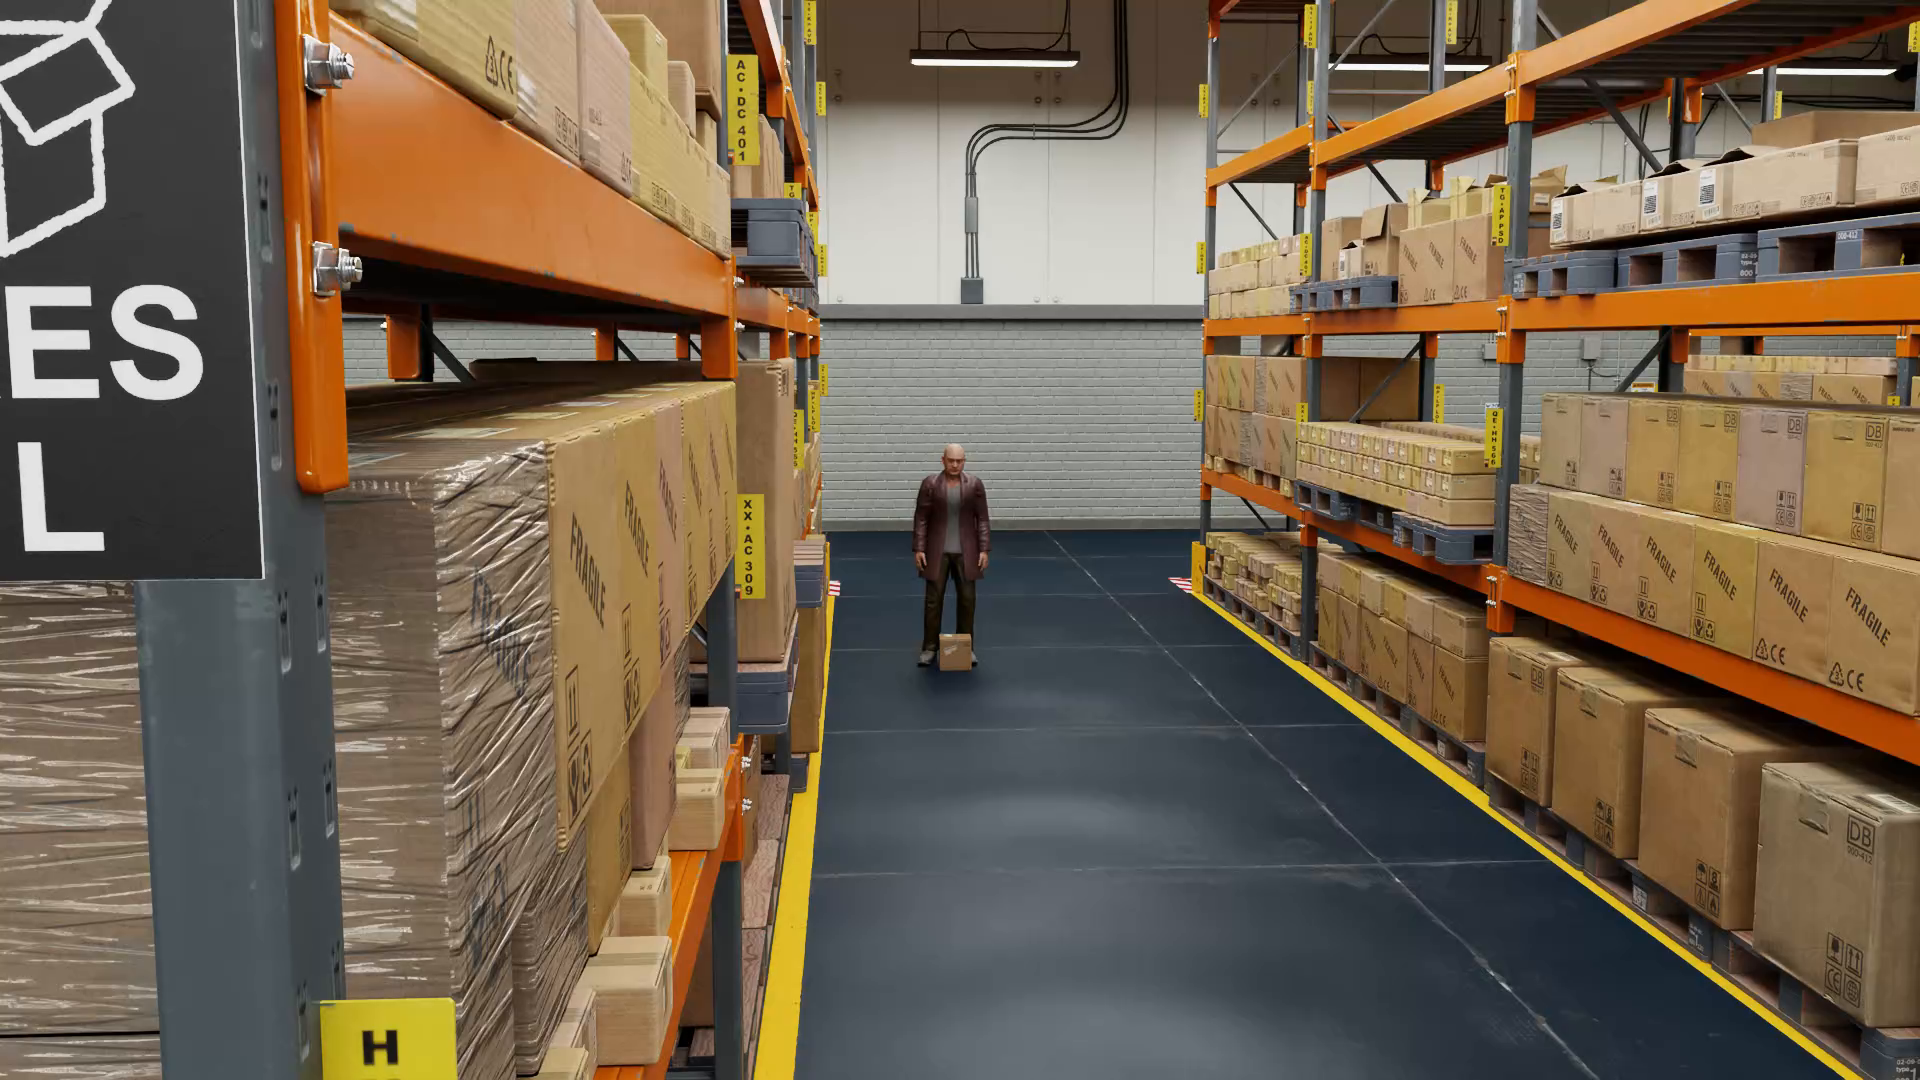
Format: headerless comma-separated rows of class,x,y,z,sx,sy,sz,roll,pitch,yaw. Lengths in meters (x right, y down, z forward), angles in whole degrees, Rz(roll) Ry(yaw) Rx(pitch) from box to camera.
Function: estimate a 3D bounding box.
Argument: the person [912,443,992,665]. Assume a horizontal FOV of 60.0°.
person,-0.067,0.107,13.391,0.644,1.774,0.425,0,7,-3
